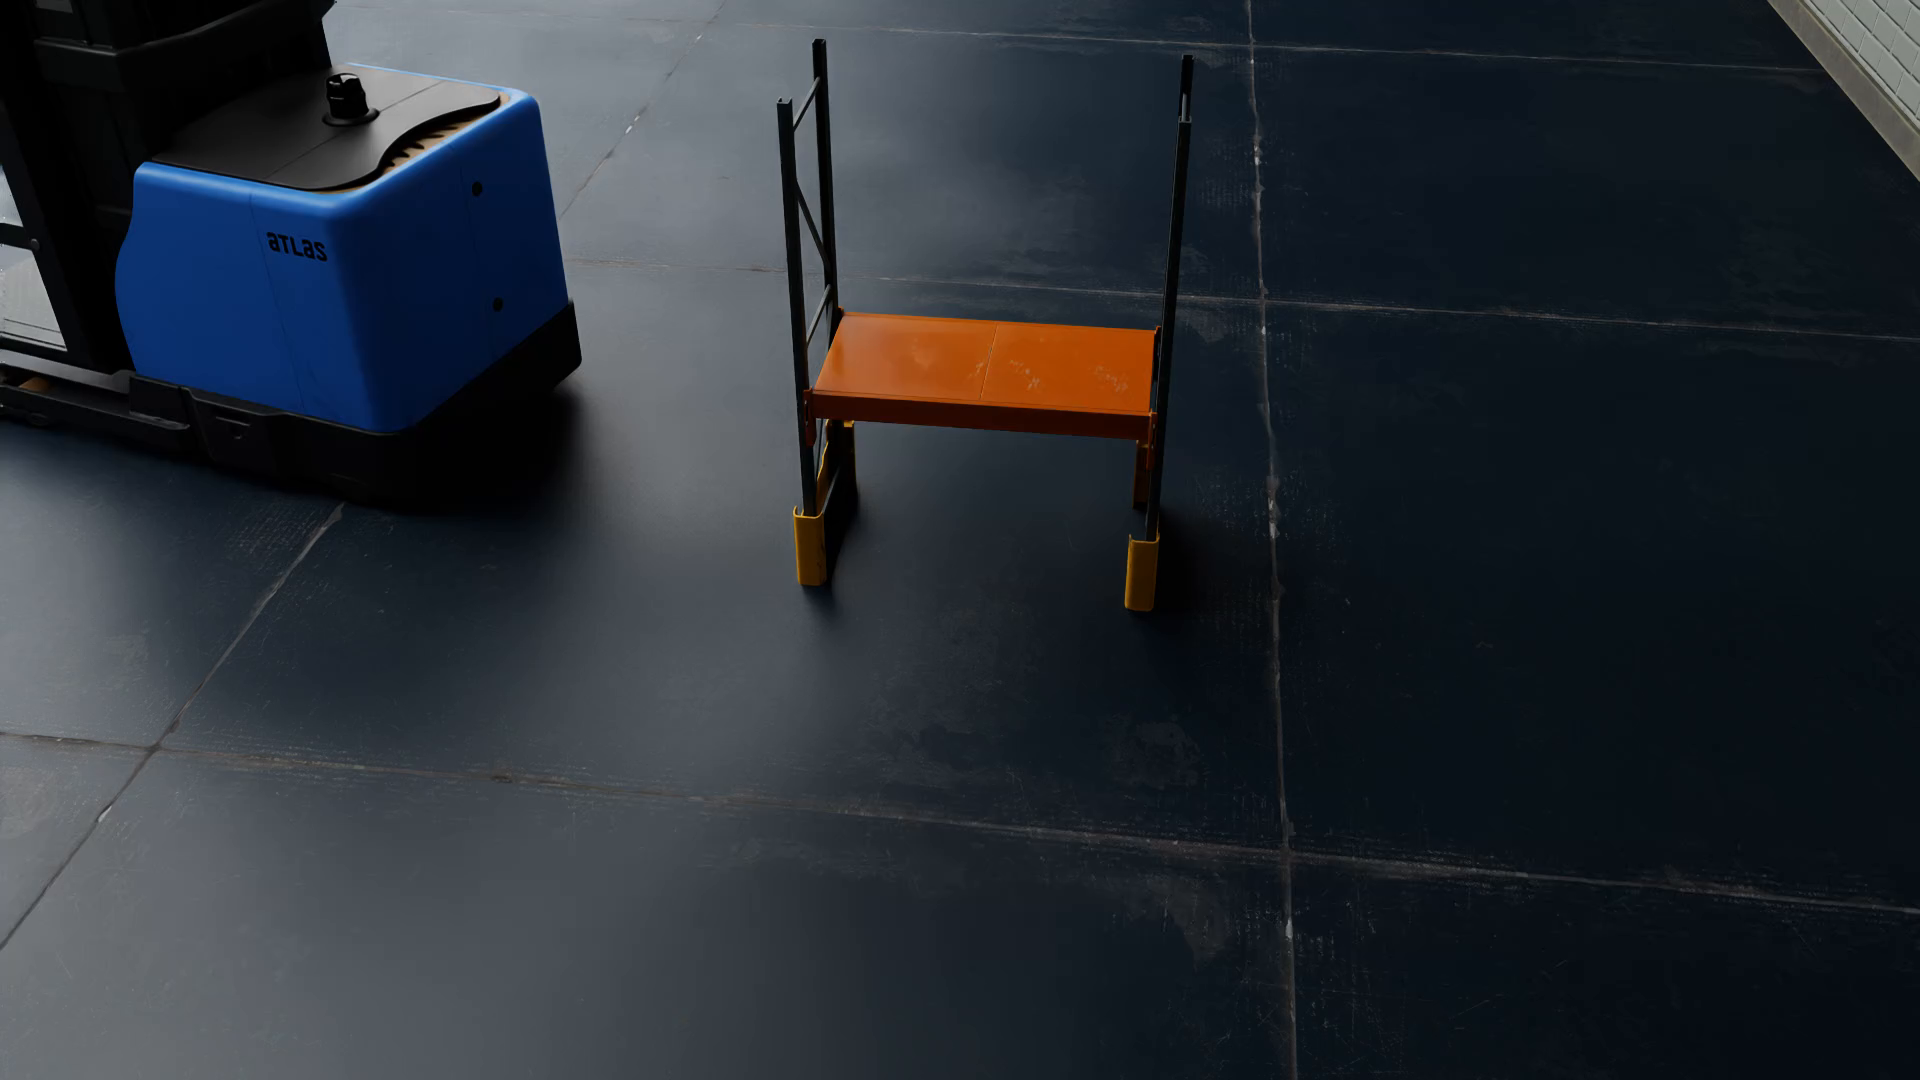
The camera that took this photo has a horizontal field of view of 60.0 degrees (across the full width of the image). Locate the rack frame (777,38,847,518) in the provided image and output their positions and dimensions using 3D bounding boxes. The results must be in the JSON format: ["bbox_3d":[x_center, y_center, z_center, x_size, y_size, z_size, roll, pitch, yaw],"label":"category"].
[{"bbox_3d":[-0.420,-0.642,4.858,0.032,1.500,0.500,4,36,6],"label":"rack frame"}]

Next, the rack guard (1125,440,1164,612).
[{"bbox_3d":[0.570,-0.059,5.118,0.087,0.250,0.587,4,36,6],"label":"rack guard"}]

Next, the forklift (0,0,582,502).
[{"bbox_3d":[-2.940,-1.859,5.332,3.031,2.935,1.130,13,38,18],"label":"forklift"}]

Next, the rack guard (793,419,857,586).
[{"bbox_3d":[-0.418,-0.133,5.221,0.087,0.250,0.587,4,36,6],"label":"rack guard"}]

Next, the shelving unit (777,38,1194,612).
[{"bbox_3d":[0.076,-0.605,4.806,1.083,1.500,0.587,4,36,6],"label":"shelving unit"}]

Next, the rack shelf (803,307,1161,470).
[{"bbox_3d":[0.085,-0.458,4.910,1.000,0.185,0.538,4,36,6],"label":"rack shelf"}]

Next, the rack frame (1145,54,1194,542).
[{"bbox_3d":[0.589,-0.567,4.753,0.032,1.500,0.500,4,36,6],"label":"rack frame"}]
